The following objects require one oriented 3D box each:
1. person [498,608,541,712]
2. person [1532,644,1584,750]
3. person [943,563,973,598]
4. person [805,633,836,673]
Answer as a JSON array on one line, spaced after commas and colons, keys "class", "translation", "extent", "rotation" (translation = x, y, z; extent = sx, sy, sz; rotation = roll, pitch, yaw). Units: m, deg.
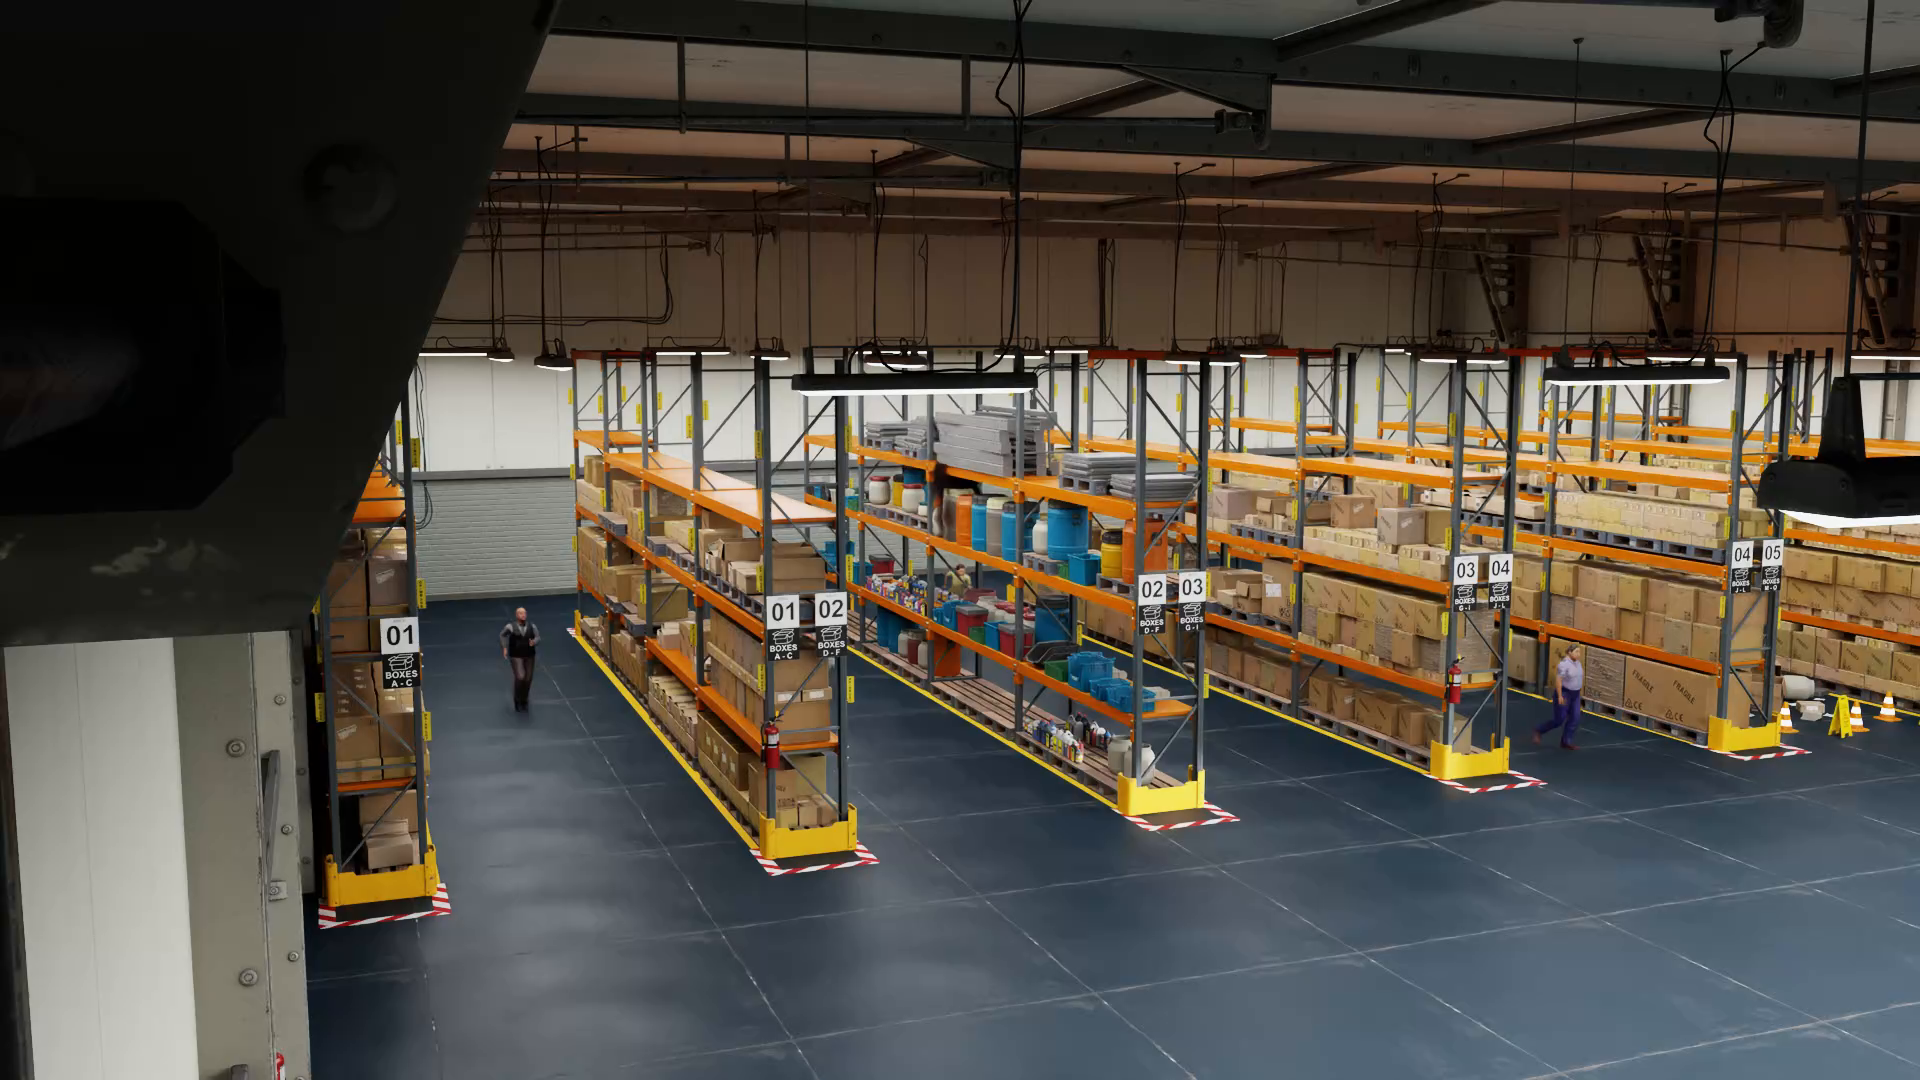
[{"class": "person", "translation": [-7.373, 2.009, 27.991], "extent": [0.647, 1.749, 0.724], "rotation": [-4, 8, -30]}, {"class": "person", "translation": [9.136, 2.373, 25.365], "extent": [0.644, 1.620, 0.594], "rotation": [-5, 8, -33]}, {"class": "person", "translation": [-0.058, 1.179, 35.291], "extent": [0.596, 1.473, 1.049], "rotation": [-1, 7, -7]}, {"class": "person", "translation": [-2.442, 1.868, 29.305], "extent": [0.691, 1.675, 0.792], "rotation": [-4, 8, -32]}]
